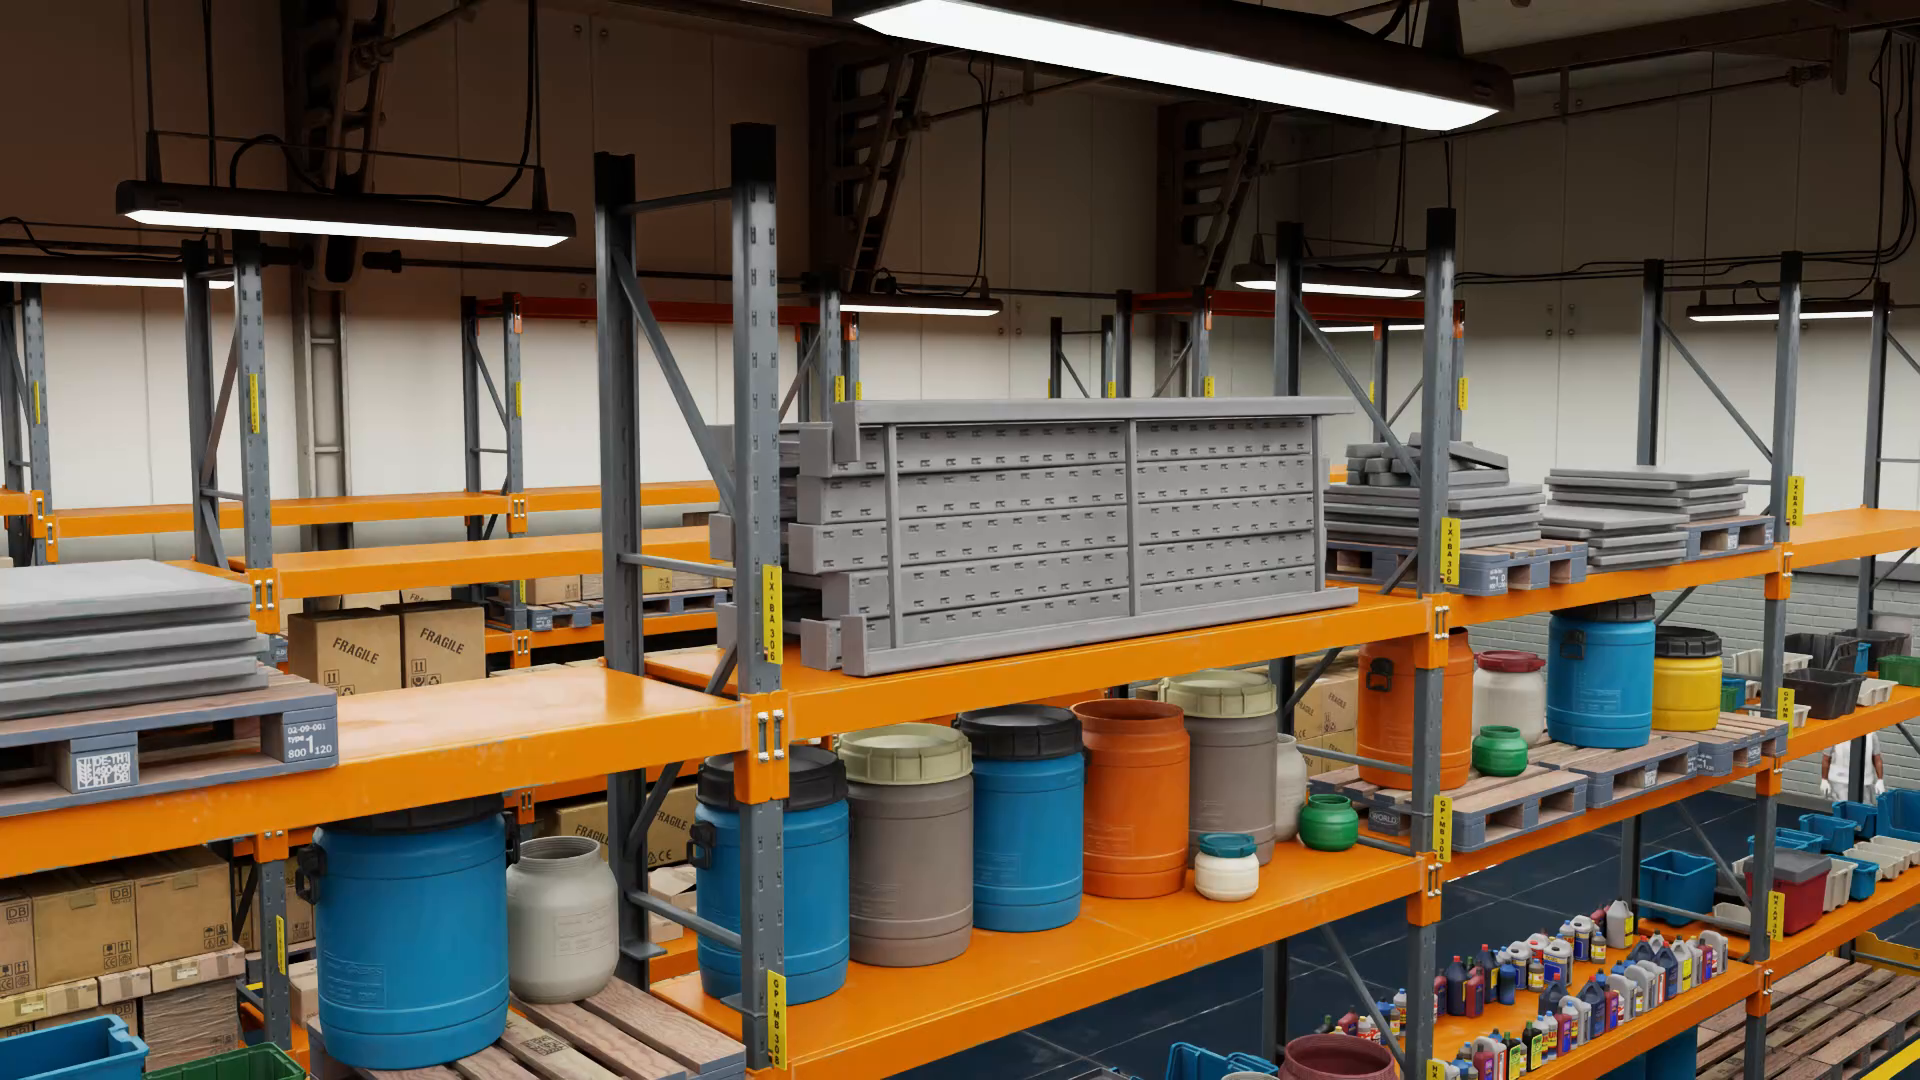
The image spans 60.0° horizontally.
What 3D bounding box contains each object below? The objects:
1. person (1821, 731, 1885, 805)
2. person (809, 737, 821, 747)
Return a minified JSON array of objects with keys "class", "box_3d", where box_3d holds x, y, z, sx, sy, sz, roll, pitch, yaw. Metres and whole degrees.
[{"class":"person","box_3d":[9.592,2.597,17.890,0.599,1.765,0.912,1,6,14]},{"class":"person","box_3d":[-1.389,2.707,16.581,0.495,1.760,0.565,-2,6,-22]}]
